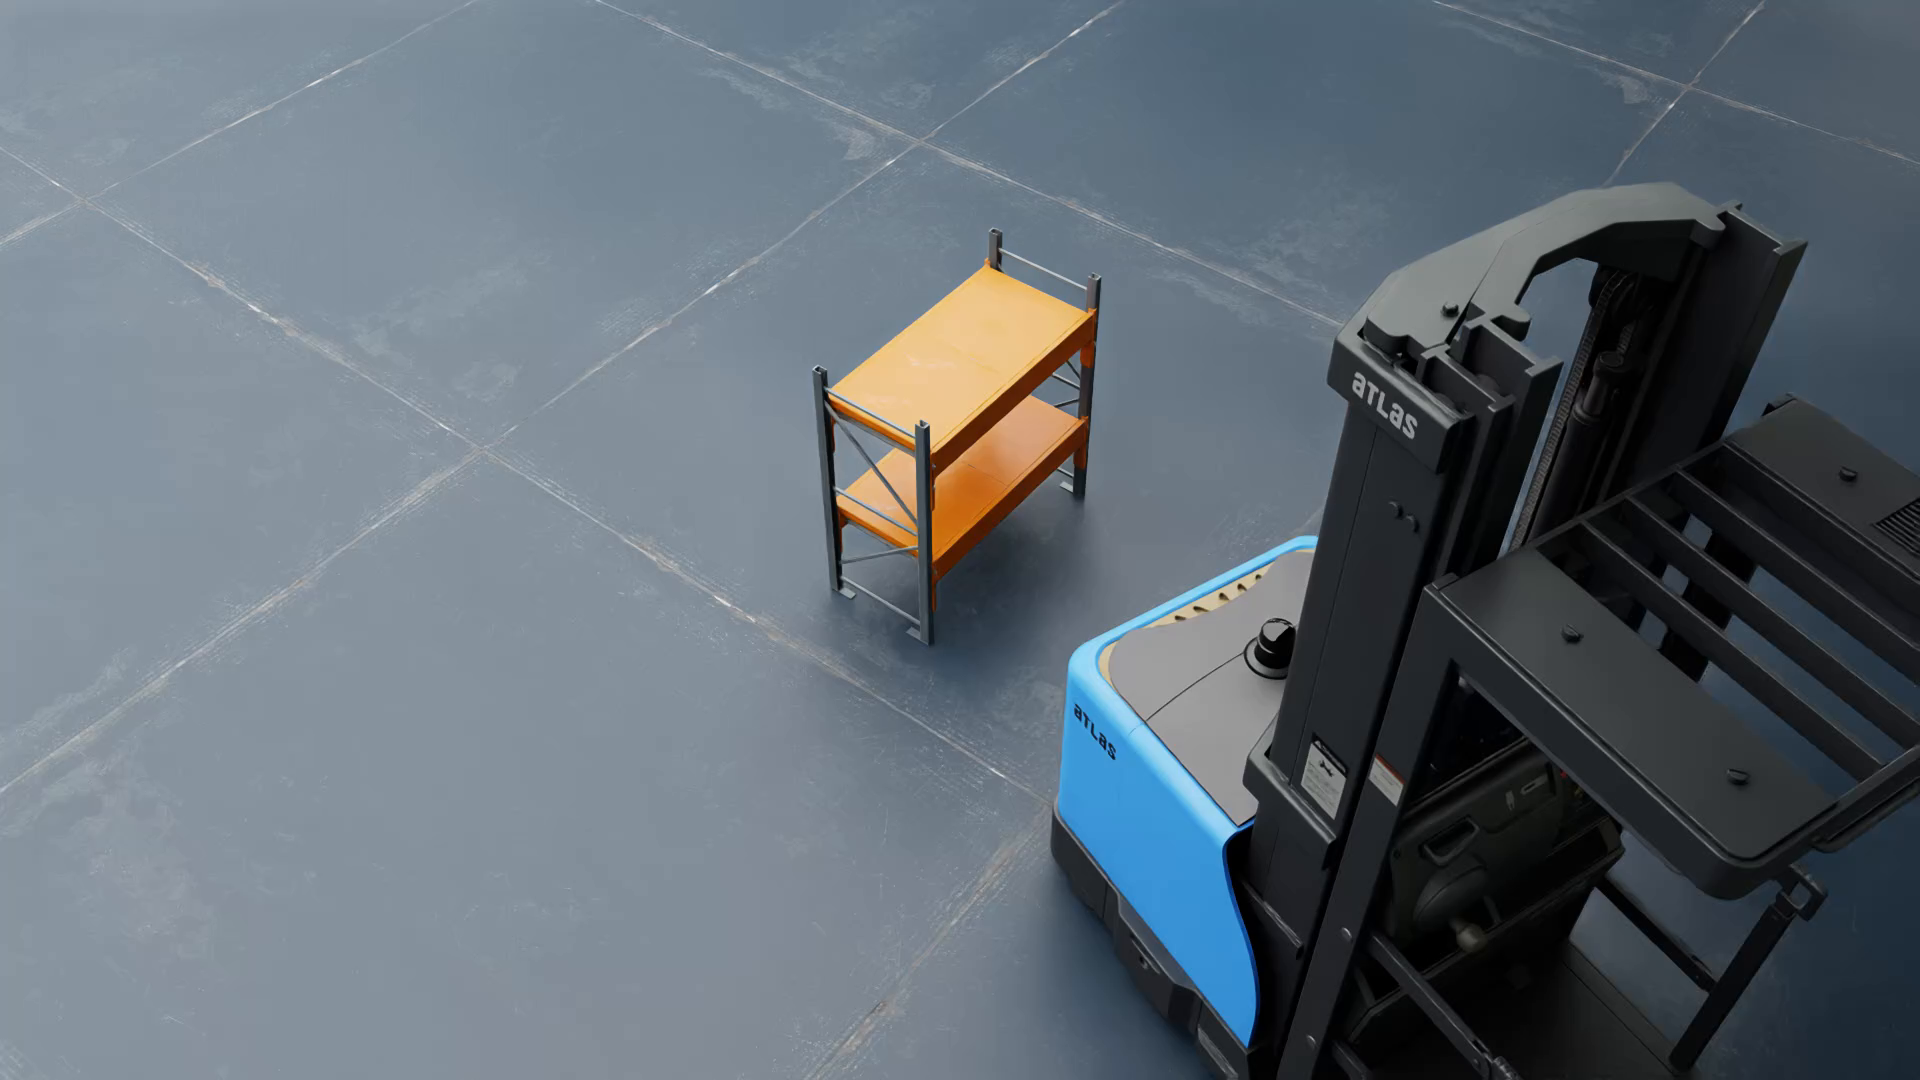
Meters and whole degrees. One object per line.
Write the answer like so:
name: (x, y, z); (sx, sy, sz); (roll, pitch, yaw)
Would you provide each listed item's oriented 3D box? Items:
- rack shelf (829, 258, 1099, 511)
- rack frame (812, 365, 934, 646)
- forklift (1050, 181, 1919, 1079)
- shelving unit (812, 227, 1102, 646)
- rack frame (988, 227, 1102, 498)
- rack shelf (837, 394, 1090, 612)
rack shelf: (0.004, -0.595, 6.135); (0.538, 0.278, 1.000); (29, 53, 25)
rack frame: (-0.307, -0.102, 6.069); (0.500, 1.125, 0.032); (29, 53, 25)
forklift: (1.519, 0.779, 3.979); (1.130, 2.935, 3.031); (-25, 51, -22)
shelving unit: (0.004, -0.392, 6.347); (0.538, 1.125, 1.048); (29, 53, 25)
rack frame: (0.315, -0.683, 6.625); (0.500, 1.125, 0.032); (29, 53, 25)
rack shelf: (0.004, -0.224, 6.524); (0.538, 0.278, 1.000); (29, 53, 25)
